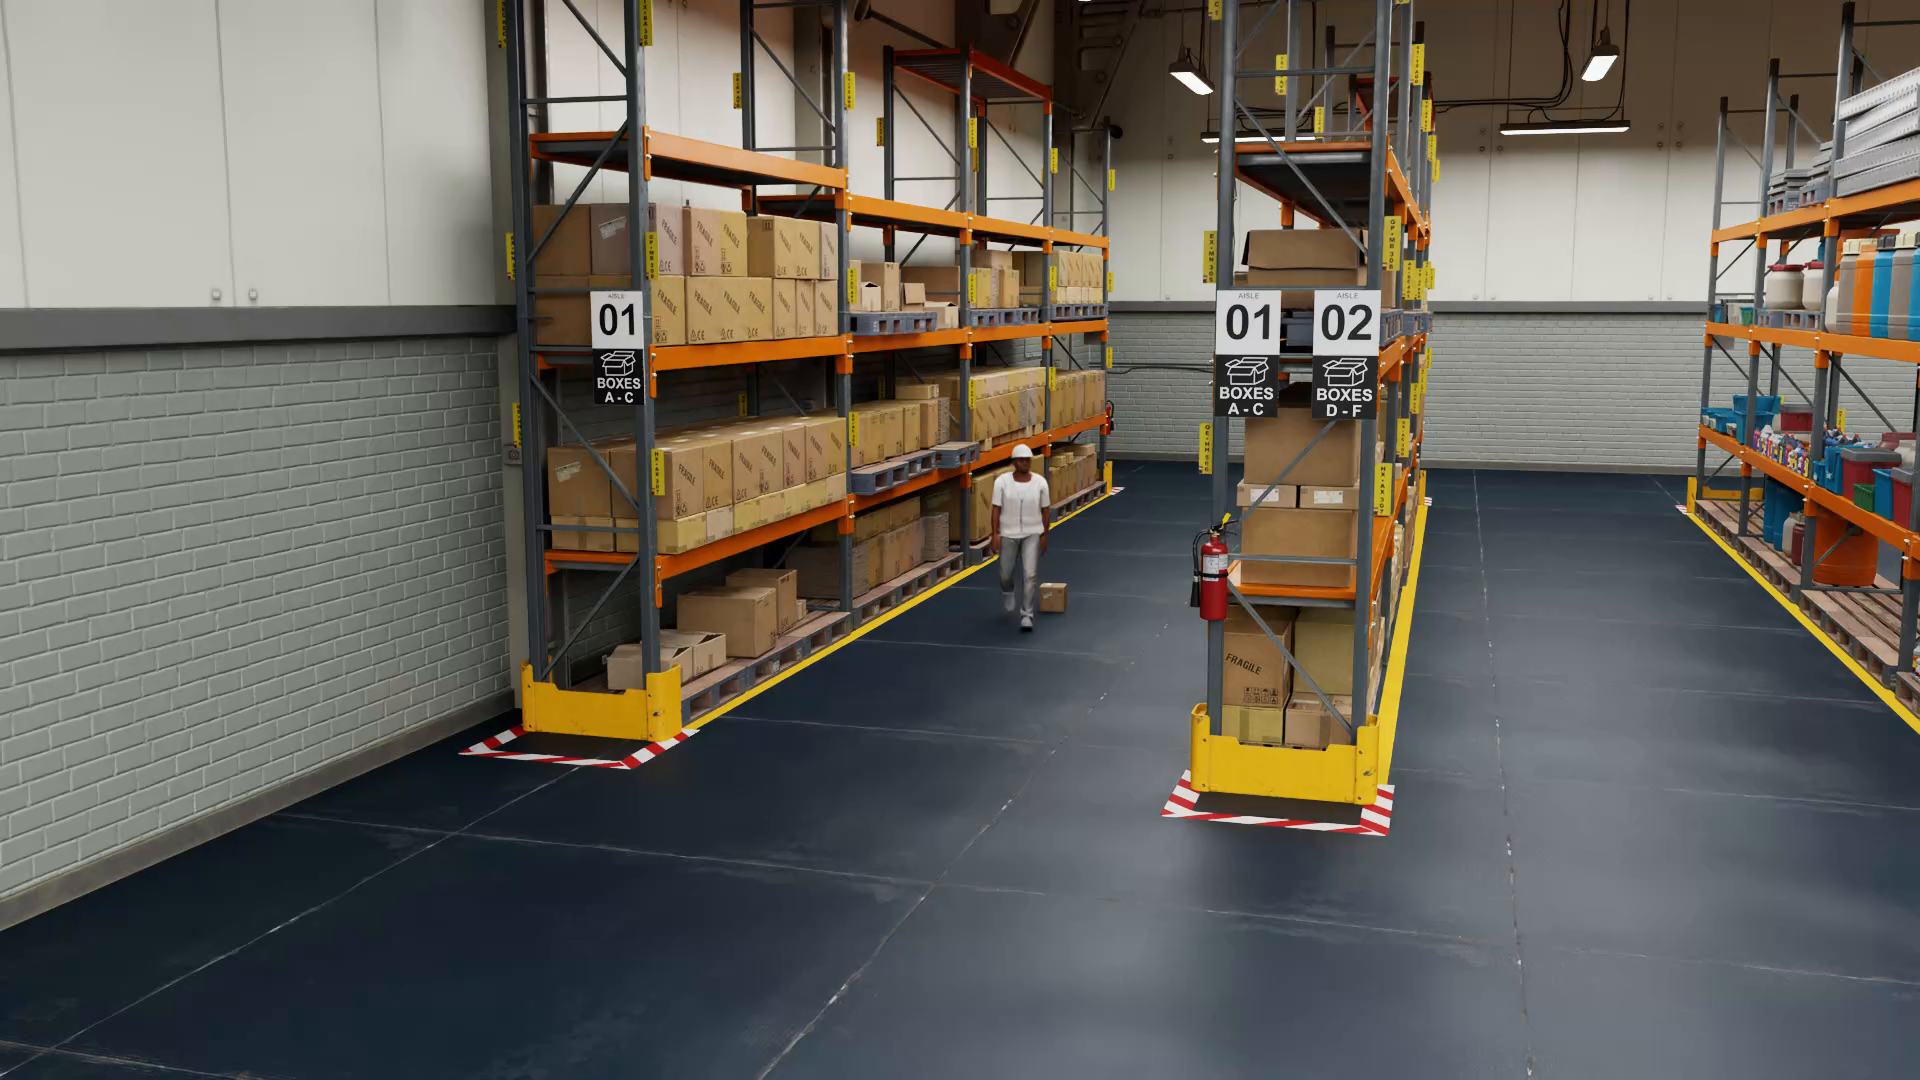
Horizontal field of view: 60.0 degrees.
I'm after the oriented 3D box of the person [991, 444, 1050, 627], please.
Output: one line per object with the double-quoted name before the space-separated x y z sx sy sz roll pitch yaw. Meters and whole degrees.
"person" 0.583 -0.055 16.045 0.575 1.750 0.772 0 8 1
